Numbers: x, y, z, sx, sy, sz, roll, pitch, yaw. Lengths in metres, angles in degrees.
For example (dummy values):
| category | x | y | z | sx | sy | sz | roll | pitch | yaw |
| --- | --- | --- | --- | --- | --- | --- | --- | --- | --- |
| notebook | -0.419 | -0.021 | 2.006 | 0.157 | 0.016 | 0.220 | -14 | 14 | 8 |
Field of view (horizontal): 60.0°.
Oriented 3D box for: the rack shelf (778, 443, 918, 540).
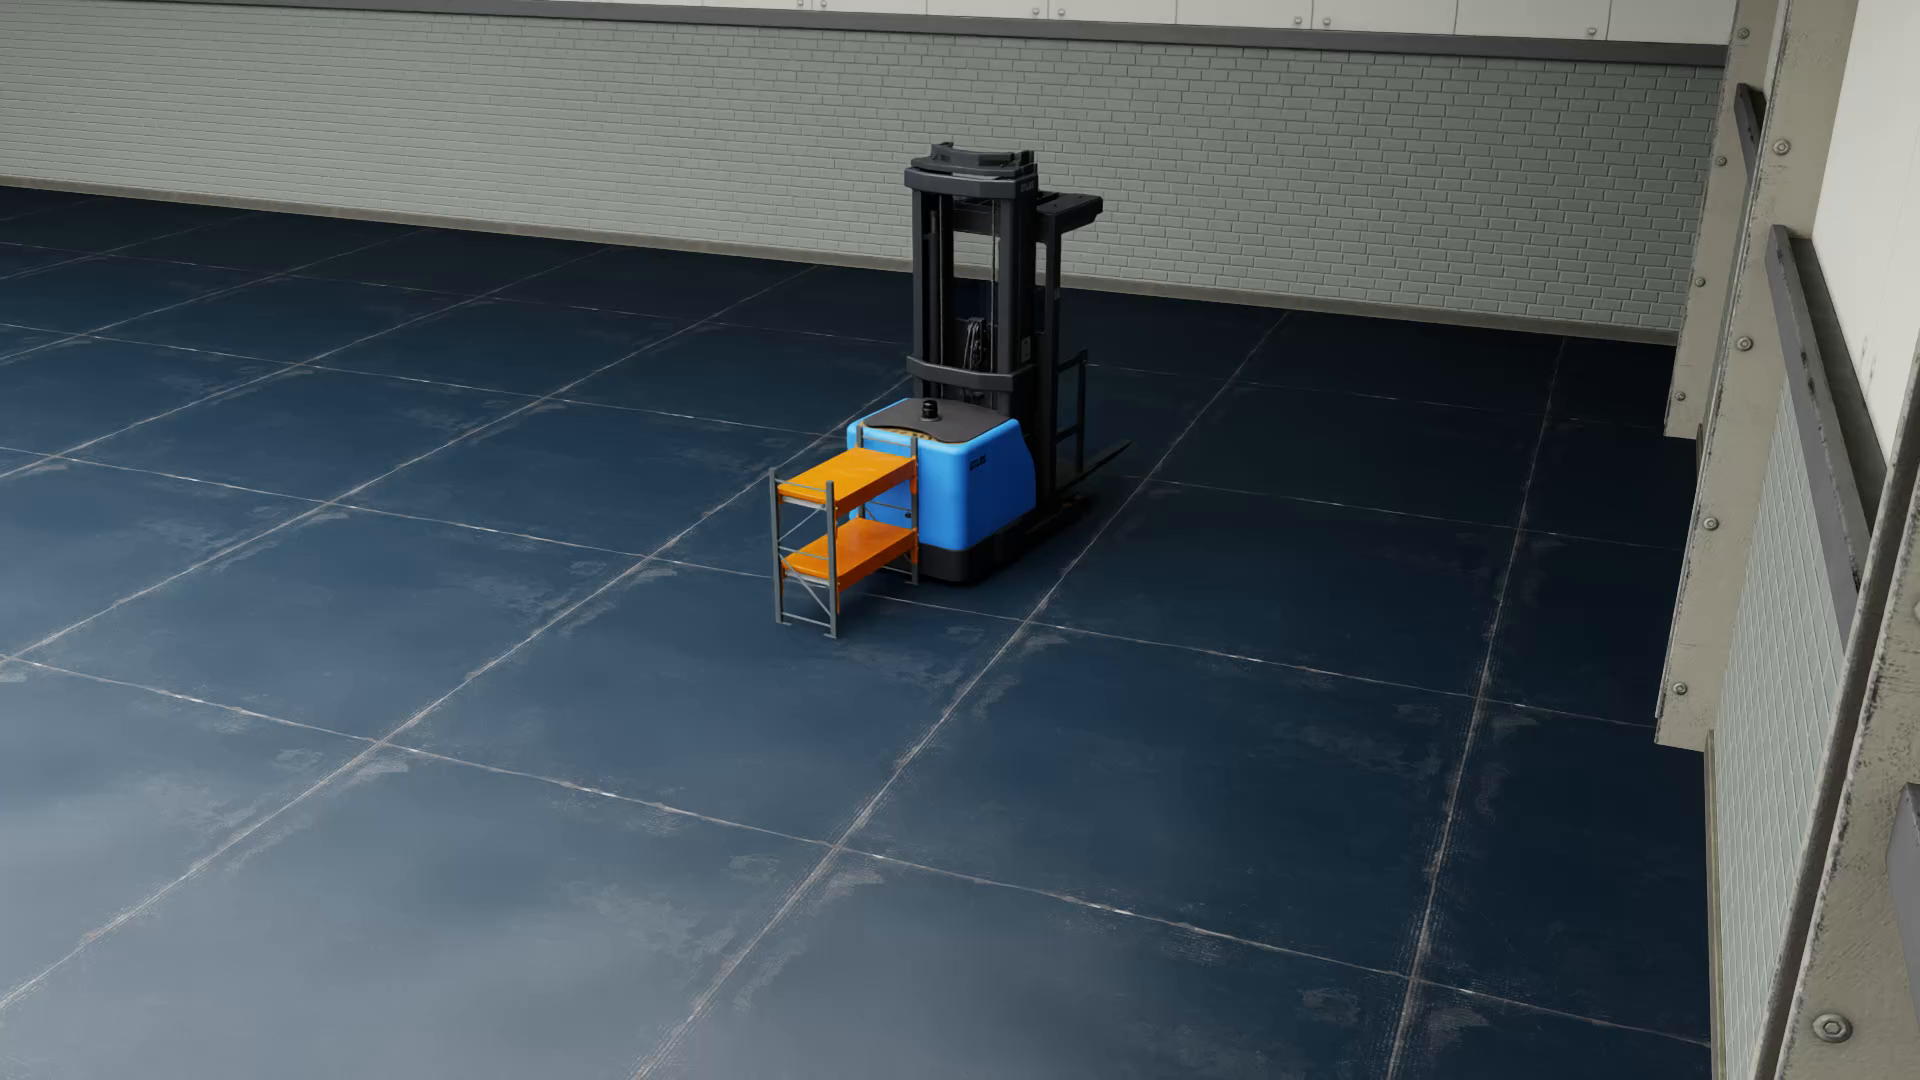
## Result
| category | x | y | z | sx | sy | sz | roll | pitch | yaw |
| --- | --- | --- | --- | --- | --- | --- | --- | --- | --- |
| rack shelf | -0.776 | -0.345 | 11.358 | 0.538 | 0.278 | 1.000 | 13 | 26 | 28 |

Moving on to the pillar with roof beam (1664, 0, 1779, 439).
| category | x | y | z | sx | sy | sz | roll | pitch | yaw |
| --- | --- | --- | --- | --- | --- | --- | --- | --- | --- |
| pillar with roof beam | 2.568 | -5.759 | 14.862 | 9.100 | 9.000 | 0.400 | 9 | 24 | 20 |

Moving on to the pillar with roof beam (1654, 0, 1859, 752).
| category | x | y | z | sx | sy | sz | roll | pitch | yaw |
| --- | --- | --- | --- | --- | --- | --- | --- | --- | --- |
| pillar with roof beam | 0.340 | -3.612 | 9.721 | 9.100 | 9.000 | 0.400 | 9 | 24 | 20 |

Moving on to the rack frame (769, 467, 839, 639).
| category | x | y | z | sx | sy | sz | roll | pitch | yaw |
| --- | --- | --- | --- | --- | --- | --- | --- | --- | --- |
| rack frame | -1.037 | 0.093 | 11.068 | 0.500 | 1.125 | 0.032 | 13 | 26 | 28 |

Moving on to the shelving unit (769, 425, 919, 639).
| category | x | y | z | sx | sy | sz | roll | pitch | yaw |
| --- | --- | --- | --- | --- | --- | --- | --- | --- | --- |
| shelving unit | -0.776 | -0.075 | 11.471 | 0.538 | 1.125 | 1.048 | 13 | 26 | 28 |

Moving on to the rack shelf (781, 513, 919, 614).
| category | x | y | z | sx | sy | sz | roll | pitch | yaw |
| --- | --- | --- | --- | --- | --- | --- | --- | --- | --- |
| rack shelf | -0.776 | 0.150 | 11.565 | 0.538 | 0.278 | 1.000 | 13 | 26 | 28 |

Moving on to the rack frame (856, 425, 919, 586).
| category | x | y | z | sx | sy | sz | roll | pitch | yaw |
| --- | --- | --- | --- | --- | --- | --- | --- | --- | --- |
| rack frame | -0.515 | -0.243 | 11.873 | 0.500 | 1.125 | 0.032 | 13 | 26 | 28 |

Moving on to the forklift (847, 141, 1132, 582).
| category | x | y | z | sx | sy | sz | roll | pitch | yaw |
| --- | --- | --- | --- | --- | --- | --- | --- | --- | --- |
| forklift | 0.381 | -1.572 | 12.712 | 1.130 | 2.935 | 3.031 | 14 | 26 | 30 |
